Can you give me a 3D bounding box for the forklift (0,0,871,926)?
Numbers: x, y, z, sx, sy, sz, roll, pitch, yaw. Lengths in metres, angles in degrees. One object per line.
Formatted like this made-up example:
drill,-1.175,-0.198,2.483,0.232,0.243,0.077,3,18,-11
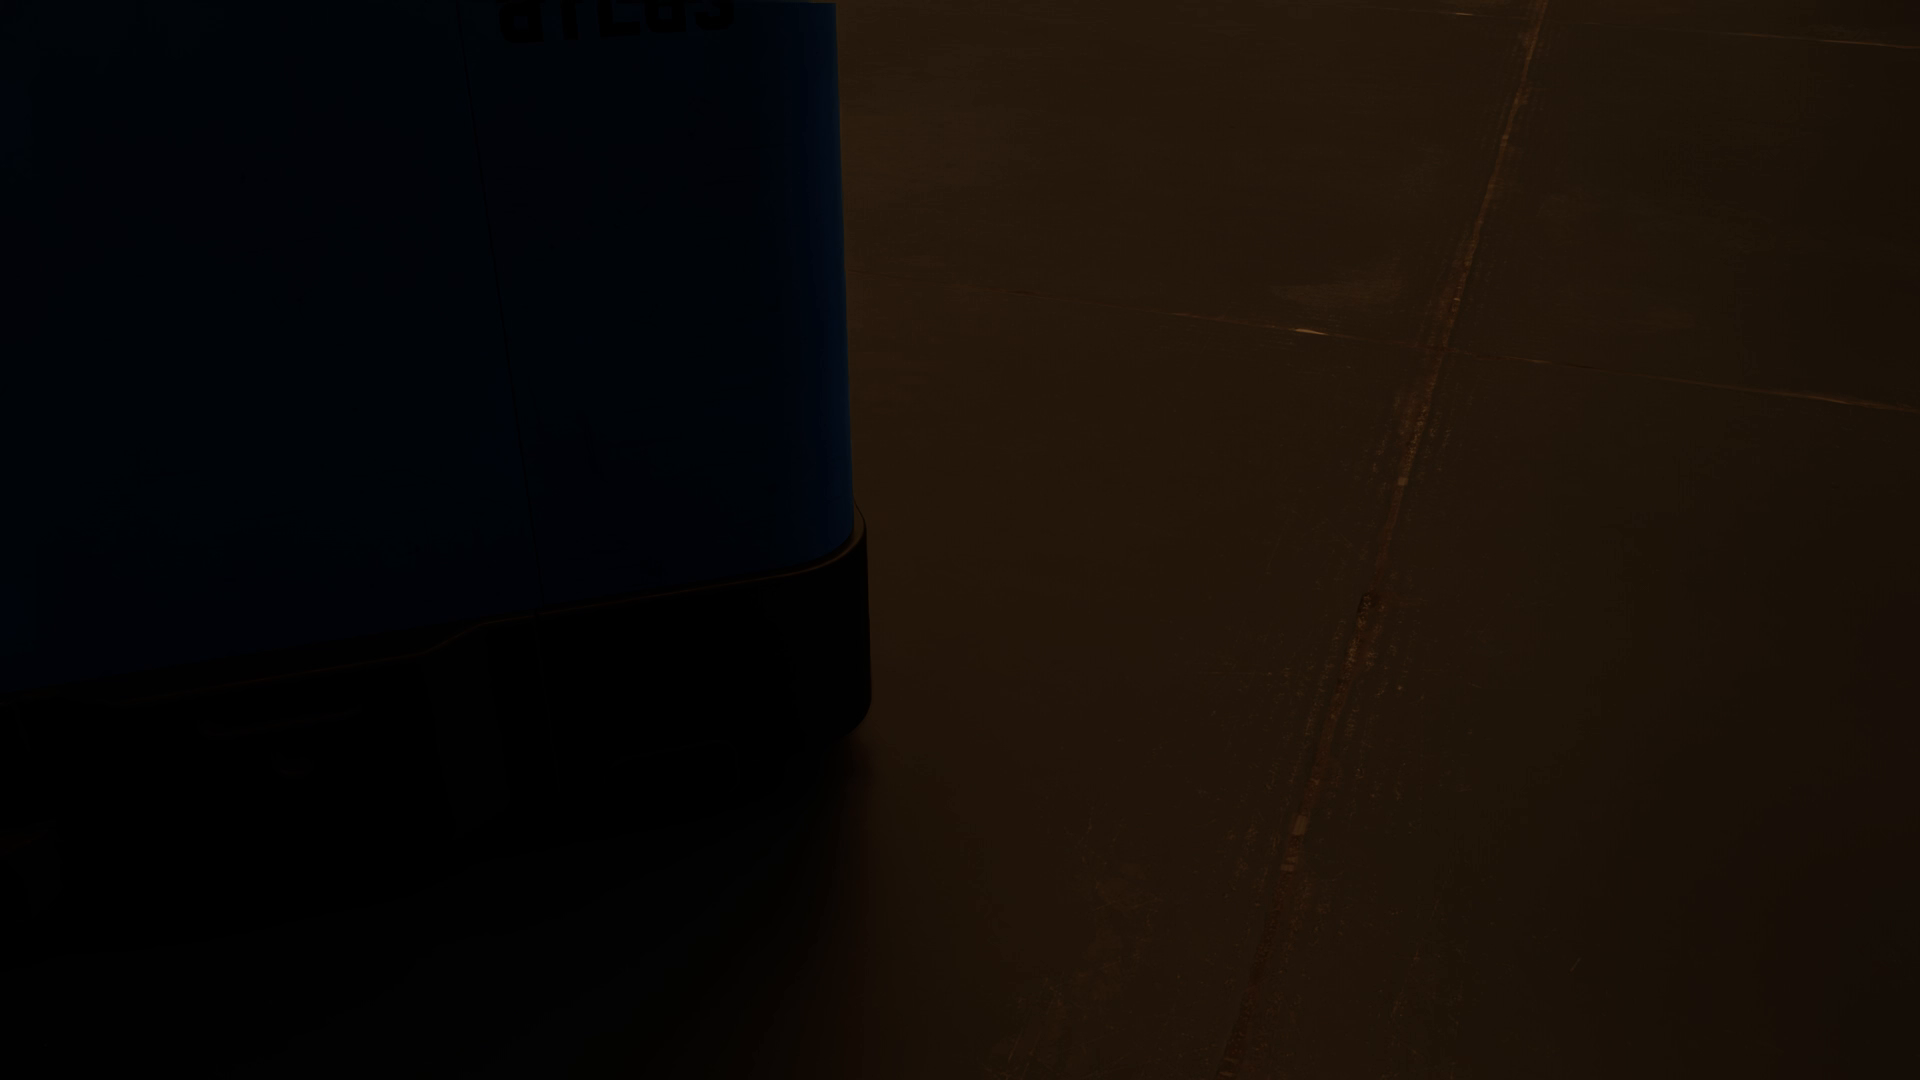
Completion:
forklift,-1.682,-0.999,1.290,3.031,2.935,1.130,-9,31,-16
